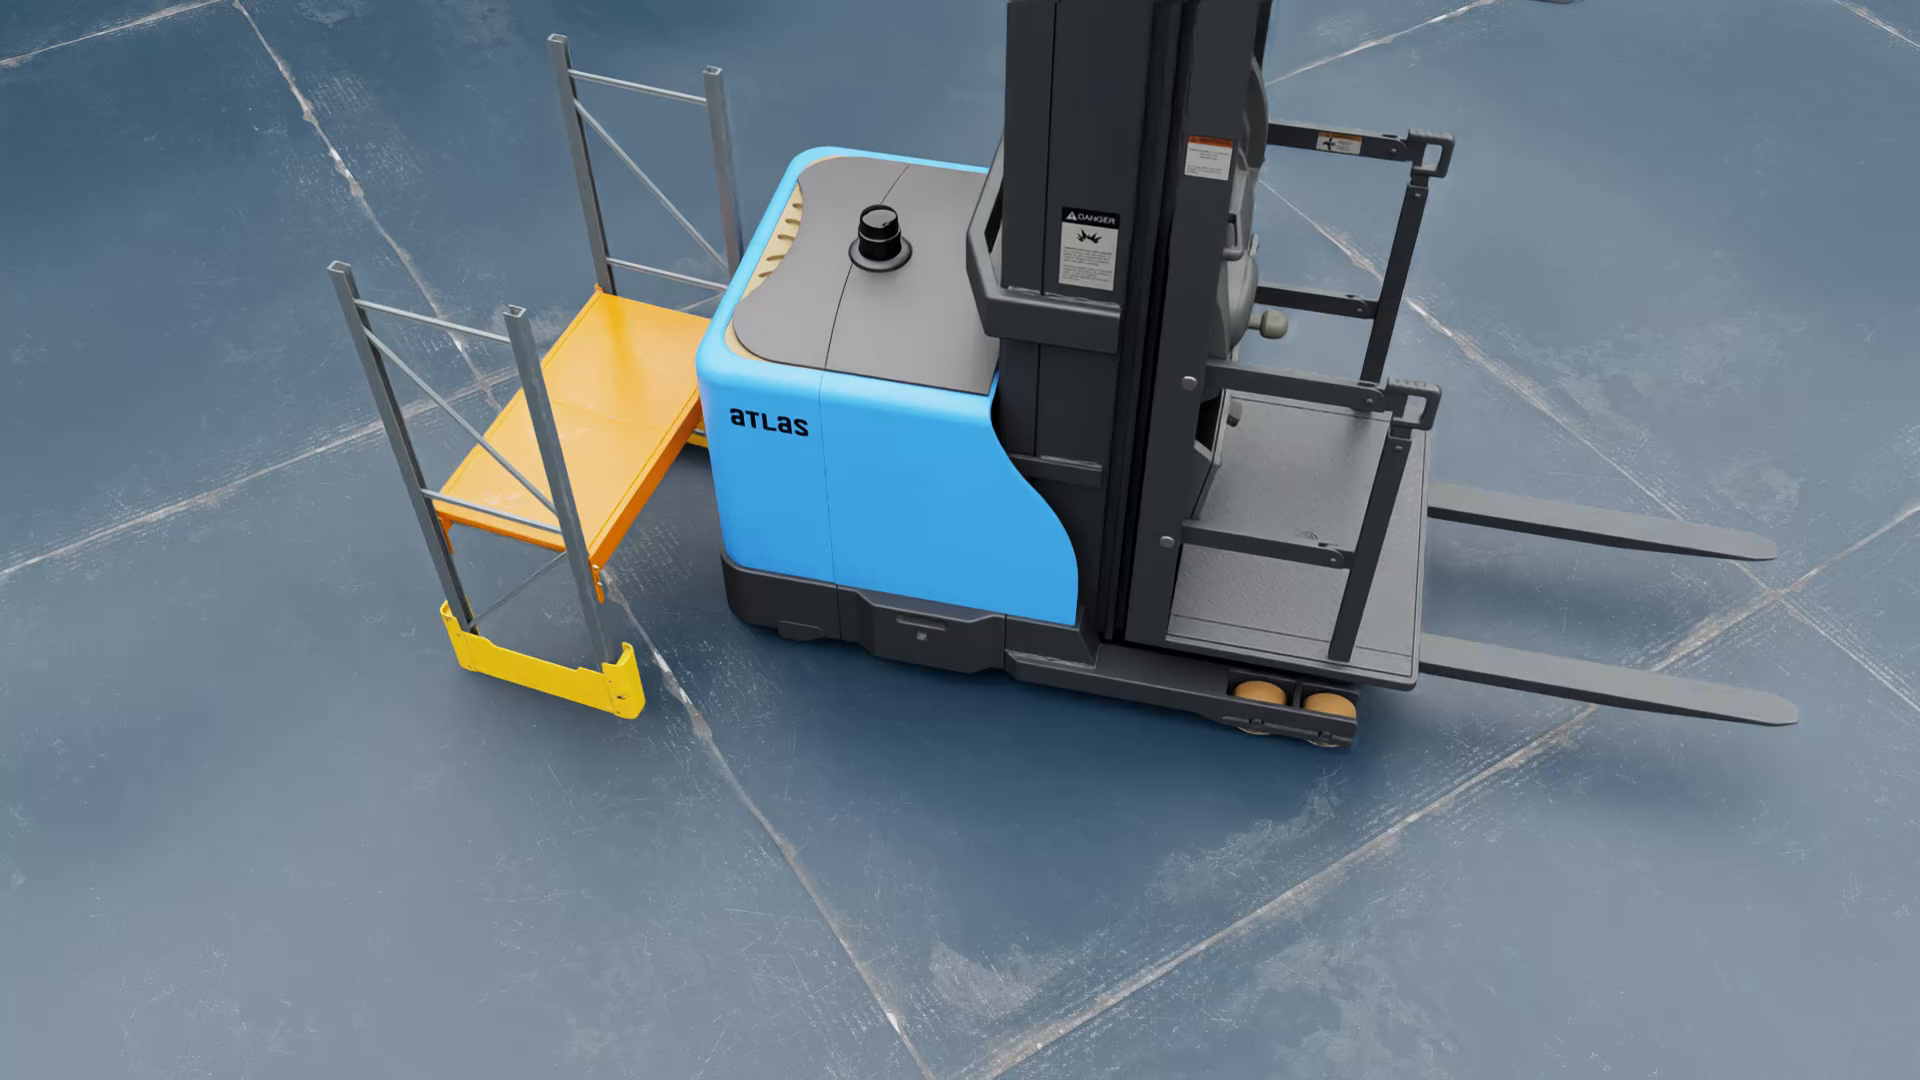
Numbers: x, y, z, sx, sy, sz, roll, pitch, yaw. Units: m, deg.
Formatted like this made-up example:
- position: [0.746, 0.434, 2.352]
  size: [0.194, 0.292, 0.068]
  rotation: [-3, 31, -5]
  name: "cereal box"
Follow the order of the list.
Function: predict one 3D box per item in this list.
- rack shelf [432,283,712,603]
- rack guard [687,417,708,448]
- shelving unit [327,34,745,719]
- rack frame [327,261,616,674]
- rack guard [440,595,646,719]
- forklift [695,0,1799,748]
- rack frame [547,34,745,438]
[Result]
- position: [-1.032, -0.306, 4.759]
  size: [0.538, 0.185, 1.000]
  rotation: [15, 50, 13]
  name: "rack shelf"
- position: [-0.860, -0.366, 5.408]
  size: [0.587, 0.250, 0.087]
  rotation: [15, 50, 13]
  name: "rack guard"
- position: [-1.029, -0.432, 4.630]
  size: [0.587, 1.500, 1.083]
  rotation: [15, 50, 13]
  name: "shelving unit"
- position: [-1.205, -0.068, 4.306]
  size: [0.500, 1.500, 0.032]
  rotation: [15, 50, 13]
  name: "rack frame"
- position: [-1.198, 0.334, 4.785]
  size: [0.587, 0.250, 0.087]
  rotation: [15, 50, 13]
  name: "rack guard"
- position: [0.875, -0.825, 4.022]
  size: [3.031, 2.935, 1.130]
  rotation: [10, 49, 9]
  name: "forklift"
- position: [-0.860, -0.782, 4.942]
  size: [0.500, 1.500, 0.032]
  rotation: [15, 50, 13]
  name: "rack frame"
